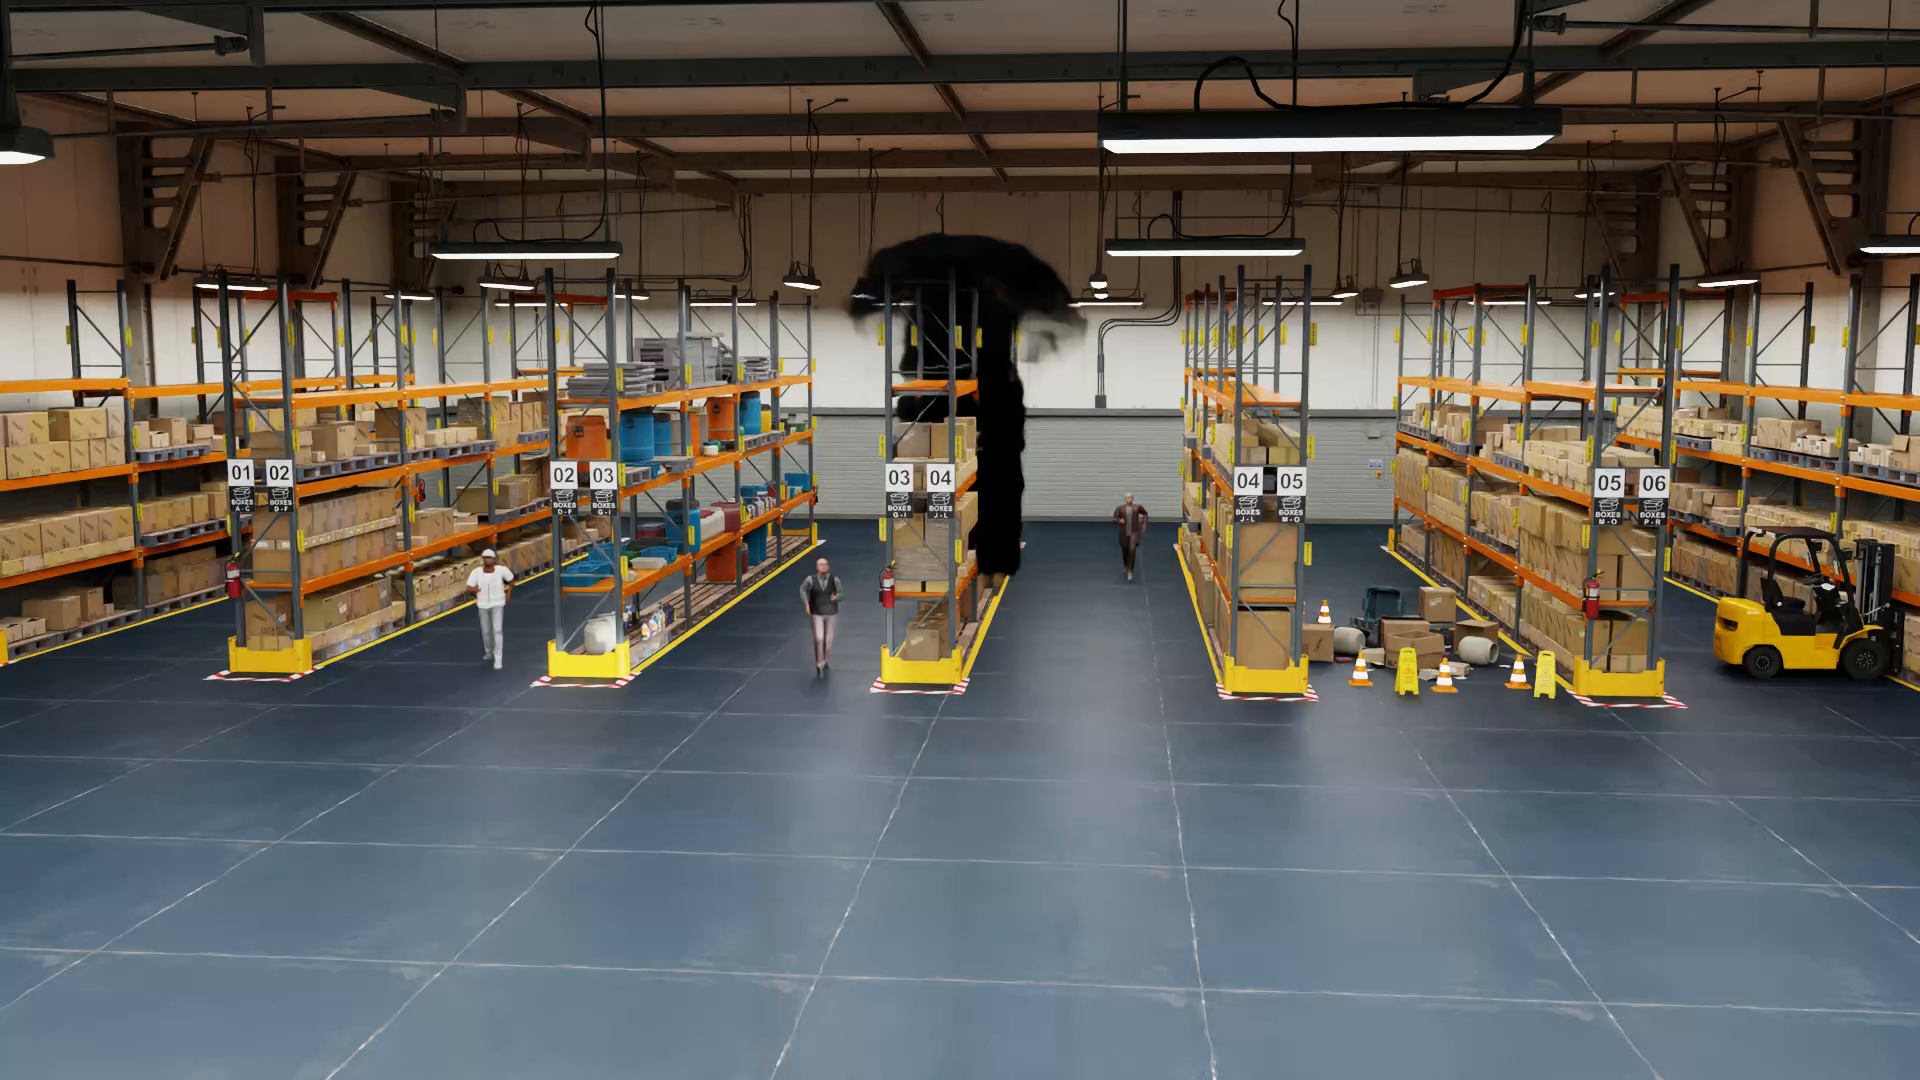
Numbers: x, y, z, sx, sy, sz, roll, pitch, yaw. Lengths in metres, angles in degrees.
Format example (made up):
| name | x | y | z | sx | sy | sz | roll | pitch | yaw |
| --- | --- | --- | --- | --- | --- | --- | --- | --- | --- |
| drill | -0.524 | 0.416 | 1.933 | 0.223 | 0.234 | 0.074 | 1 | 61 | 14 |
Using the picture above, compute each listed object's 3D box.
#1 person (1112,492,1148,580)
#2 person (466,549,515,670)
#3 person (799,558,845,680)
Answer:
| name | x | y | z | sx | sy | sz | roll | pitch | yaw |
| --- | --- | --- | --- | --- | --- | --- | --- | --- | --- |
| person | 3.531 | -0.098 | 34.674 | 0.730 | 1.749 | 1.110 | 2 | 7 | 14 |
| person | -7.180 | 1.051 | 25.426 | 0.684 | 1.847 | 0.725 | 0 | 7 | -4 |
| person | -2.033 | 1.155 | 24.715 | 0.641 | 1.781 | 0.756 | -2 | 7 | -15 |
